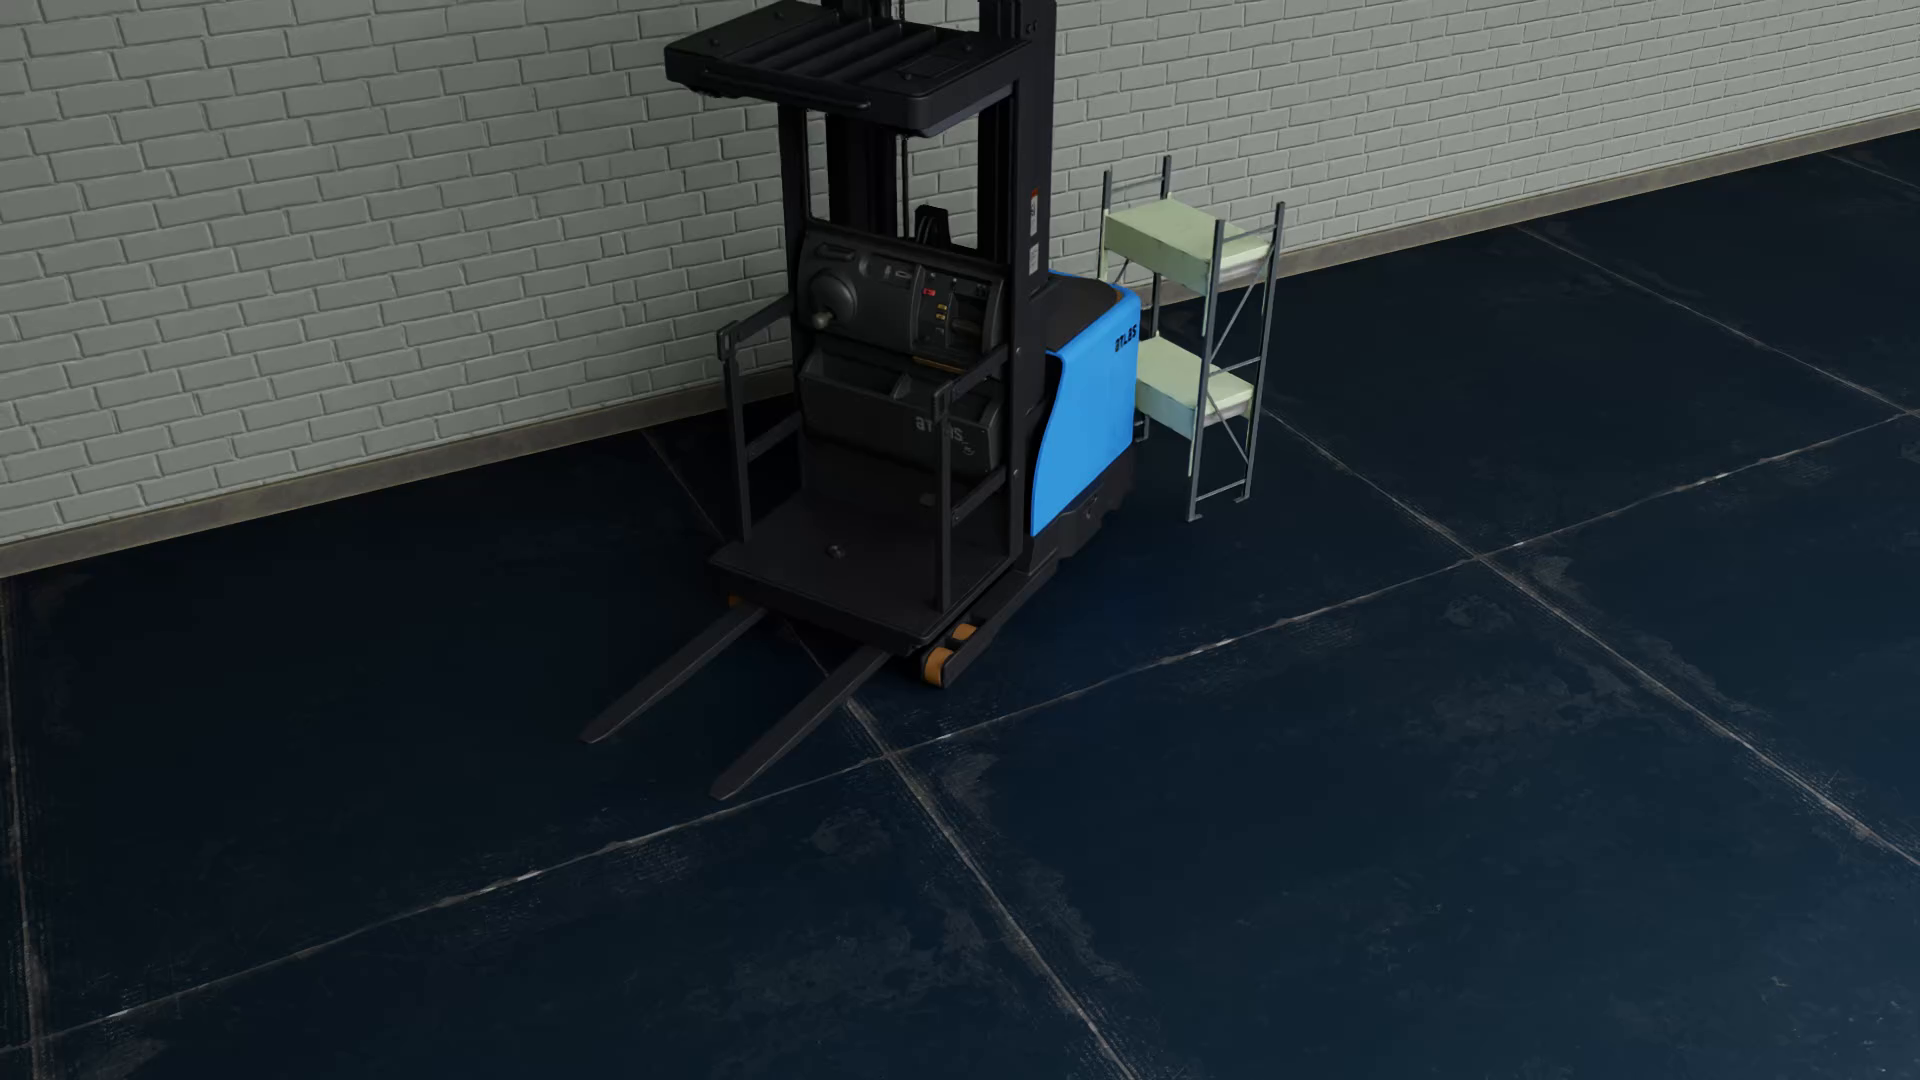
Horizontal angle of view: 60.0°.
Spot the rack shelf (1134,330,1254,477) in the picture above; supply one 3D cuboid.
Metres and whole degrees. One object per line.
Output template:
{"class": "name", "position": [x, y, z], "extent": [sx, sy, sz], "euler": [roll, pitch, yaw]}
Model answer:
{"class": "rack shelf", "position": [1.025, -0.668, 7.999], "extent": [0.431, 0.370, 0.720], "euler": [-21, 38, -31]}

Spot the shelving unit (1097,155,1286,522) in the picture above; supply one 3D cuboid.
{"class": "shelving unit", "position": [1.030, -0.944, 7.826], "extent": [0.431, 1.500, 0.755], "euler": [-21, 38, -31]}

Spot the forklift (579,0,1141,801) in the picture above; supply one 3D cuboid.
{"class": "forklift", "position": [-0.355, -0.915, 6.462], "extent": [1.130, 2.935, 3.031], "euler": [18, 37, 26]}

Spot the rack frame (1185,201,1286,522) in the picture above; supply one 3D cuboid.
{"class": "rack frame", "position": [1.246, -0.785, 7.577], "extent": [0.400, 1.500, 0.023], "euler": [-21, 38, -31]}

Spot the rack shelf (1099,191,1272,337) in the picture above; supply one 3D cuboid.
{"class": "rack shelf", "position": [1.035, -1.275, 7.619], "extent": [0.431, 0.370, 0.720], "euler": [-21, 38, -31]}

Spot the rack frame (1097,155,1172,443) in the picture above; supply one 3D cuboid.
{"class": "rack frame", "position": [0.813, -1.103, 8.074], "extent": [0.400, 1.500, 0.023], "euler": [-21, 38, -31]}
